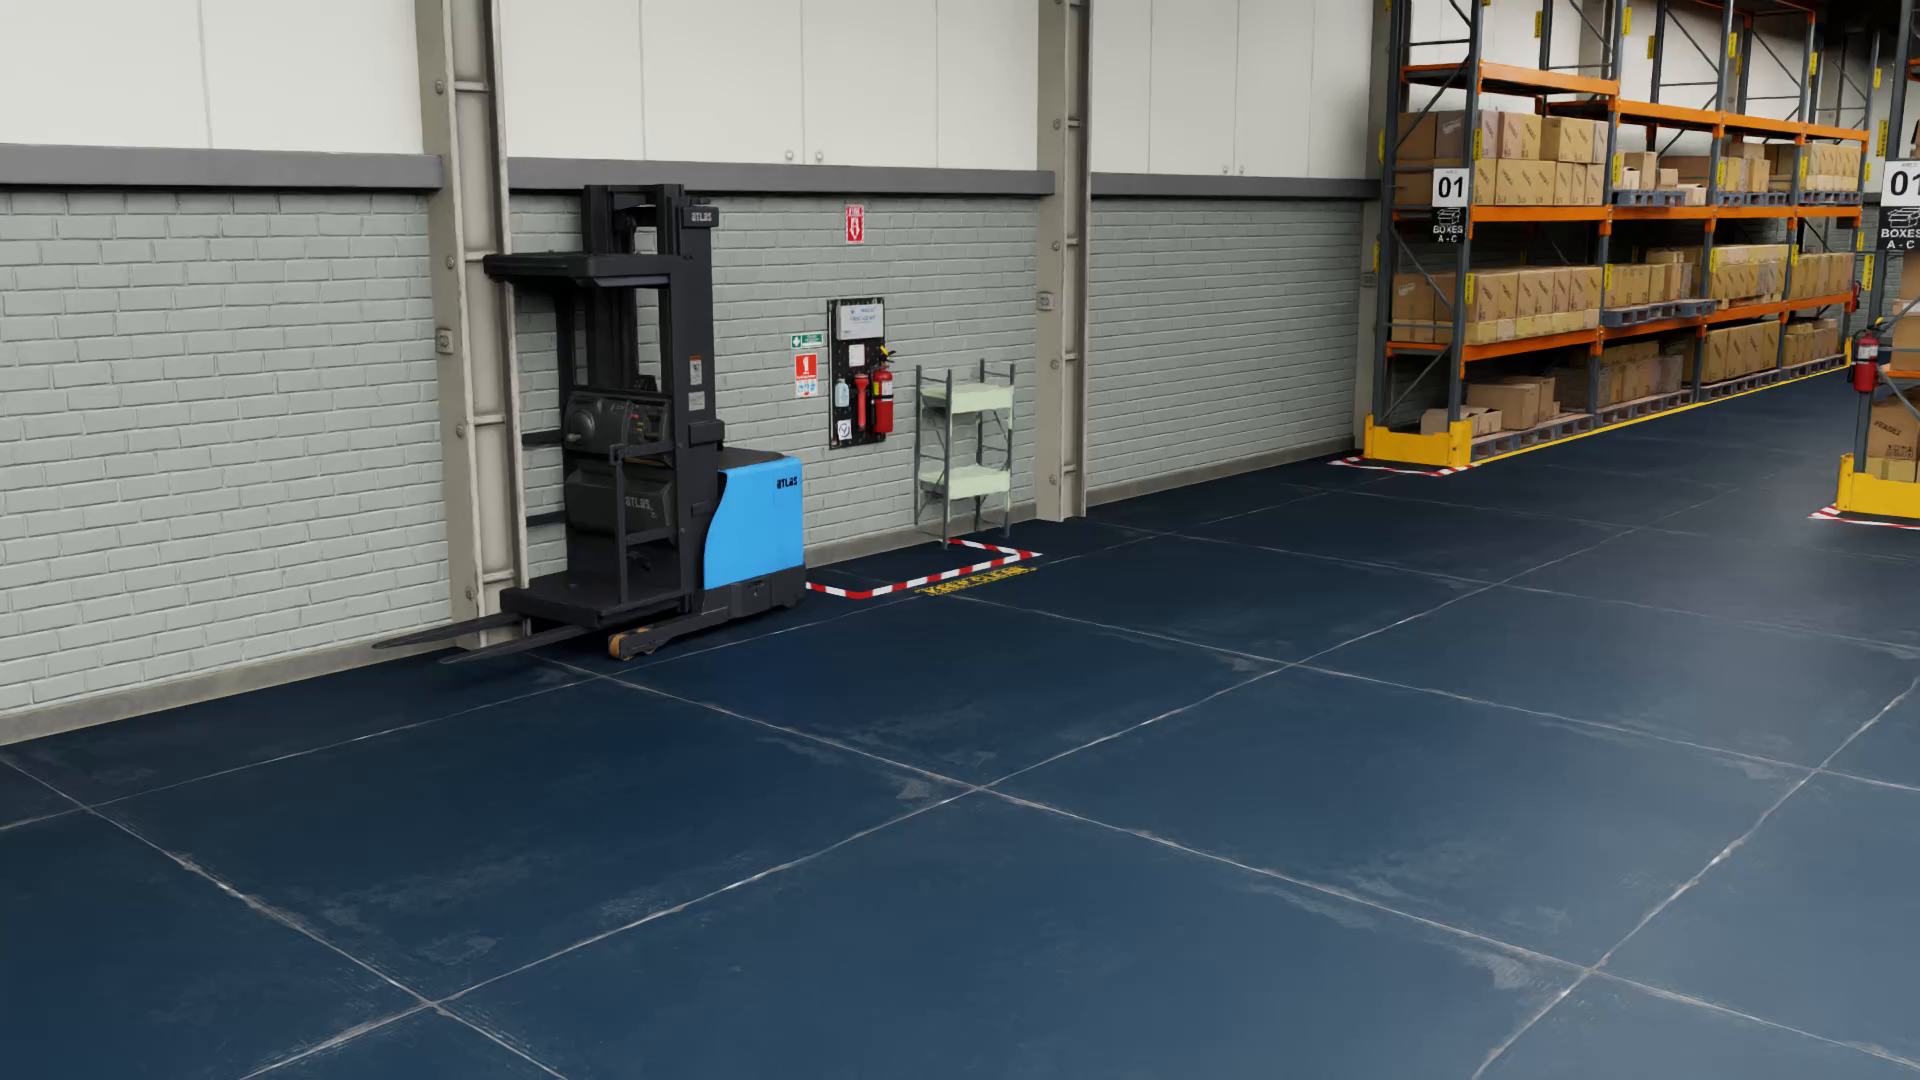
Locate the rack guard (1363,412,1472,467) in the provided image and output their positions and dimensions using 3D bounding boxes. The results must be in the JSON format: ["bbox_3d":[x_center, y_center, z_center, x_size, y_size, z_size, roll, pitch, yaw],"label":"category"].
[{"bbox_3d":[5.115,-1.135,18.617,1.175,0.500,0.348,10,15,40],"label":"rack guard"}]

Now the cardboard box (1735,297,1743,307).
[{"bbox_3d":[11.742,-3.659,25.461,0.380,0.149,0.250,10,15,41],"label":"cardboard box"}]

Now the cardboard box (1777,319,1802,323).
[{"bbox_3d":[14.506,-3.781,29.138,0.380,0.149,0.250,10,15,41],"label":"cardboard box"}]

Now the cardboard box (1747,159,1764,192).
[{"bbox_3d":[12.004,-5.645,25.780,0.700,0.500,0.500,9,15,39],"label":"cardboard box"}]

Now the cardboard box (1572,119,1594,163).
[{"bbox_3d":[7.223,-4.767,19.902,0.500,0.500,0.500,11,16,43],"label":"cardboard box"}]

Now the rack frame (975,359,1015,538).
[{"bbox_3d":[0.296,-0.779,14.255,0.023,1.500,0.400,-11,18,-43],"label":"rack frame"}]

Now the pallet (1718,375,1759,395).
[{"bbox_3d":[11.729,-2.444,25.908,1.003,0.211,1.213,10,15,40],"label":"pallet"}]

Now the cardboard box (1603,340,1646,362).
[{"bbox_3d":[9.151,-2.619,23.012,0.500,0.250,0.500,10,15,40],"label":"cardboard box"}]

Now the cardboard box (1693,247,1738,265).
[{"bbox_3d":[11.194,-4.212,24.658,0.500,0.250,0.500,9,15,40],"label":"cardboard box"}]

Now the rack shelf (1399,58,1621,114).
[{"bbox_3d":[6.385,-5.231,19.272,1.077,0.370,4.000,10,15,40],"label":"rack shelf"}]

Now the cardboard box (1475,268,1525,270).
[{"bbox_3d":[6.561,-3.052,20.248,0.500,0.500,0.500,10,15,42],"label":"cardboard box"}]

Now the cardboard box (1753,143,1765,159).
[{"bbox_3d":[12.307,-6.106,26.172,0.500,0.250,0.500,-11,16,-43],"label":"cardboard box"}]

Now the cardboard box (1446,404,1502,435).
[{"bbox_3d":[5.966,-1.421,19.407,0.500,0.311,0.500,-11,15,-43],"label":"cardboard box"}]

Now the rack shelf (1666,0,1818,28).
[{"bbox_3d":[11.666,-8.040,24.839,1.077,0.370,4.000,10,15,40],"label":"rack shelf"}]

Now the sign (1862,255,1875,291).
[{"bbox_3d":[8.390,-2.466,15.337,0.100,0.325,0.005,10,15,40],"label":"sign"}]

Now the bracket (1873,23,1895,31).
[{"bbox_3d":[18.475,-10.197,33.097,0.076,0.066,3.189,10,15,40],"label":"bracket"}]

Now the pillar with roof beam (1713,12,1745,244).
[{"bbox_3d":[16.033,-6.715,24.857,9.100,9.000,0.548,10,15,40],"label":"pillar with roof beam"}]

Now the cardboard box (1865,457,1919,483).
[{"bbox_3d":[8.921,-0.684,15.926,0.500,0.250,0.500,10,15,40],"label":"cardboard box"}]

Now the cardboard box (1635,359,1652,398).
[{"bbox_3d":[9.176,-2.266,23.158,0.700,0.500,0.500,10,15,40],"label":"cardboard box"}]

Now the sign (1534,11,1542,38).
[{"bbox_3d":[7.285,-6.486,20.923,0.100,0.325,0.005,10,15,40],"label":"sign"}]

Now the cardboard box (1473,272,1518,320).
[{"bbox_3d":[5.940,-2.756,18.770,0.500,0.500,0.500,10,15,41],"label":"cardboard box"}]

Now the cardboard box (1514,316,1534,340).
[{"bbox_3d":[6.299,-2.469,19.246,0.500,0.250,0.500,9,15,39],"label":"cardboard box"}]

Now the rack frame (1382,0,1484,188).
[{"bbox_3d":[5.065,-5.291,17.728,1.000,3.000,0.127,10,15,40],"label":"rack frame"}]

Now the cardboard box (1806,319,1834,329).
[{"bbox_3d":[15.124,-3.806,29.260,0.380,0.149,0.250,10,15,42],"label":"cardboard box"}]

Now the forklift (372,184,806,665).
[{"bbox_3d":[-2.357,-0.788,10.675,1.130,2.935,3.031,8,14,35],"label":"forklift"}]

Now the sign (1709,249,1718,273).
[{"bbox_3d":[10.760,-3.987,23.759,0.100,0.325,0.005,10,15,40],"label":"sign"}]

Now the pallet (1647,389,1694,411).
[{"bbox_3d":[9.829,-2.044,23.907,1.003,0.211,1.213,10,15,40],"label":"pallet"}]

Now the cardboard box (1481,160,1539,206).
[{"bbox_3d":[6.195,-4.047,18.852,0.500,0.500,0.500,11,16,43],"label":"cardboard box"}]

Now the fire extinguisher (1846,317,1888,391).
[{"bbox_3d":[8.362,-1.714,15.333,0.296,0.674,0.183,10,15,40],"label":"fire extinguisher"}]

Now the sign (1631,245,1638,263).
[{"bbox_3d":[9.927,-4.166,24.452,0.100,0.325,0.005,10,15,40],"label":"sign"}]

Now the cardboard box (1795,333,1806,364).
[{"bbox_3d":[13.891,-3.265,28.211,0.700,0.500,0.500,10,15,40],"label":"cardboard box"}]

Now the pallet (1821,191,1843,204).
[{"bbox_3d":[14.340,-5.840,28.361,1.003,0.211,1.213,10,15,40],"label":"pallet"}]

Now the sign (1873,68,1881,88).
[{"bbox_3d":[16.025,-8.070,29.053,0.100,0.325,0.005,10,15,40],"label":"sign"}]

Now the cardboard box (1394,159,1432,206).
[{"bbox_3d":[5.150,-3.973,18.482,0.500,0.500,0.500,-11,16,-43],"label":"cardboard box"}]

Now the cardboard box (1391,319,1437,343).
[{"bbox_3d":[5.228,-2.380,18.798,0.500,0.250,0.500,10,15,41],"label":"cardboard box"}]

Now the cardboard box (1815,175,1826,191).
[{"bbox_3d":[13.988,-5.908,27.530,0.500,0.250,0.500,9,15,39],"label":"cardboard box"}]

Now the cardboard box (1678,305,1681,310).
[{"bbox_3d":[10.737,-3.432,24.324,0.380,0.149,0.250,9,15,40],"label":"cardboard box"}]

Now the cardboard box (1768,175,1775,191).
[{"bbox_3d":[13.262,-5.898,27.481,0.500,0.250,0.500,10,15,41],"label":"cardboard box"}]

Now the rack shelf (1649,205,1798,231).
[{"bbox_3d":[11.666,-4.939,25.459,1.077,0.370,4.000,10,15,40],"label":"rack shelf"}]

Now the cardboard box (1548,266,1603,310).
[{"bbox_3d":[7.626,-3.132,20.653,0.500,0.500,0.500,10,15,40],"label":"cardboard box"}]

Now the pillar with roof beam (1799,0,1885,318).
[{"bbox_3d":[19.993,-7.598,29.276,9.100,9.000,0.548,10,15,40],"label":"pillar with roof beam"}]

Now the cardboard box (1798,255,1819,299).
[{"bbox_3d":[13.843,-4.446,28.049,0.980,0.700,0.700,9,15,39],"label":"cardboard box"}]

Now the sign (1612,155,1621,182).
[{"bbox_3d":[8.118,-4.593,20.572,0.100,0.325,0.005,10,15,40],"label":"sign"}]

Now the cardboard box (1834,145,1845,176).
[{"bbox_3d":[14.672,-6.431,28.231,0.500,0.500,0.500,9,14,38],"label":"cardboard box"}]

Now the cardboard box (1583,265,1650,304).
[{"bbox_3d":[8.853,-3.455,22.475,0.500,0.500,0.700,-10,15,-40],"label":"cardboard box"}]

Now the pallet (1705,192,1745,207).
[{"bbox_3d":[10.731,-5.006,24.442,1.213,0.211,1.003,11,16,43],"label":"pallet"}]

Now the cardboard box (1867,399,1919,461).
[{"bbox_3d":[8.919,-1.052,15.854,0.500,0.500,0.500,10,15,40],"label":"cardboard box"}]

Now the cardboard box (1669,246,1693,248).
[{"bbox_3d":[10.795,-4.275,24.976,0.500,0.250,0.500,9,14,39],"label":"cardboard box"}]

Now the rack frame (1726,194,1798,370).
[{"bbox_3d":[12.987,-4.115,27.155,1.000,3.000,0.127,10,15,40],"label":"rack frame"}]

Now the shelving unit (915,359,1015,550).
[{"bbox_3d":[0.032,-0.729,14.005,0.755,1.500,0.431,-11,18,-43],"label":"shelving unit"}]

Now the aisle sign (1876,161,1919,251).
[{"bbox_3d":[8.525,-3.013,14.999,0.394,0.787,0.004,10,15,40],"label":"aisle sign"}]

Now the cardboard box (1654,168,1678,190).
[{"bbox_3d":[9.421,-4.879,23.008,0.637,0.503,0.797,-10,15,-40],"label":"cardboard box"}]

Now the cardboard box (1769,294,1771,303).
[{"bbox_3d":[12.622,-3.843,26.383,0.380,0.149,0.250,10,15,42],"label":"cardboard box"}]

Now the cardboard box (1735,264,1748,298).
[{"bbox_3d":[11.540,-3.918,25.105,0.500,0.500,0.500,10,15,40],"label":"cardboard box"}]
